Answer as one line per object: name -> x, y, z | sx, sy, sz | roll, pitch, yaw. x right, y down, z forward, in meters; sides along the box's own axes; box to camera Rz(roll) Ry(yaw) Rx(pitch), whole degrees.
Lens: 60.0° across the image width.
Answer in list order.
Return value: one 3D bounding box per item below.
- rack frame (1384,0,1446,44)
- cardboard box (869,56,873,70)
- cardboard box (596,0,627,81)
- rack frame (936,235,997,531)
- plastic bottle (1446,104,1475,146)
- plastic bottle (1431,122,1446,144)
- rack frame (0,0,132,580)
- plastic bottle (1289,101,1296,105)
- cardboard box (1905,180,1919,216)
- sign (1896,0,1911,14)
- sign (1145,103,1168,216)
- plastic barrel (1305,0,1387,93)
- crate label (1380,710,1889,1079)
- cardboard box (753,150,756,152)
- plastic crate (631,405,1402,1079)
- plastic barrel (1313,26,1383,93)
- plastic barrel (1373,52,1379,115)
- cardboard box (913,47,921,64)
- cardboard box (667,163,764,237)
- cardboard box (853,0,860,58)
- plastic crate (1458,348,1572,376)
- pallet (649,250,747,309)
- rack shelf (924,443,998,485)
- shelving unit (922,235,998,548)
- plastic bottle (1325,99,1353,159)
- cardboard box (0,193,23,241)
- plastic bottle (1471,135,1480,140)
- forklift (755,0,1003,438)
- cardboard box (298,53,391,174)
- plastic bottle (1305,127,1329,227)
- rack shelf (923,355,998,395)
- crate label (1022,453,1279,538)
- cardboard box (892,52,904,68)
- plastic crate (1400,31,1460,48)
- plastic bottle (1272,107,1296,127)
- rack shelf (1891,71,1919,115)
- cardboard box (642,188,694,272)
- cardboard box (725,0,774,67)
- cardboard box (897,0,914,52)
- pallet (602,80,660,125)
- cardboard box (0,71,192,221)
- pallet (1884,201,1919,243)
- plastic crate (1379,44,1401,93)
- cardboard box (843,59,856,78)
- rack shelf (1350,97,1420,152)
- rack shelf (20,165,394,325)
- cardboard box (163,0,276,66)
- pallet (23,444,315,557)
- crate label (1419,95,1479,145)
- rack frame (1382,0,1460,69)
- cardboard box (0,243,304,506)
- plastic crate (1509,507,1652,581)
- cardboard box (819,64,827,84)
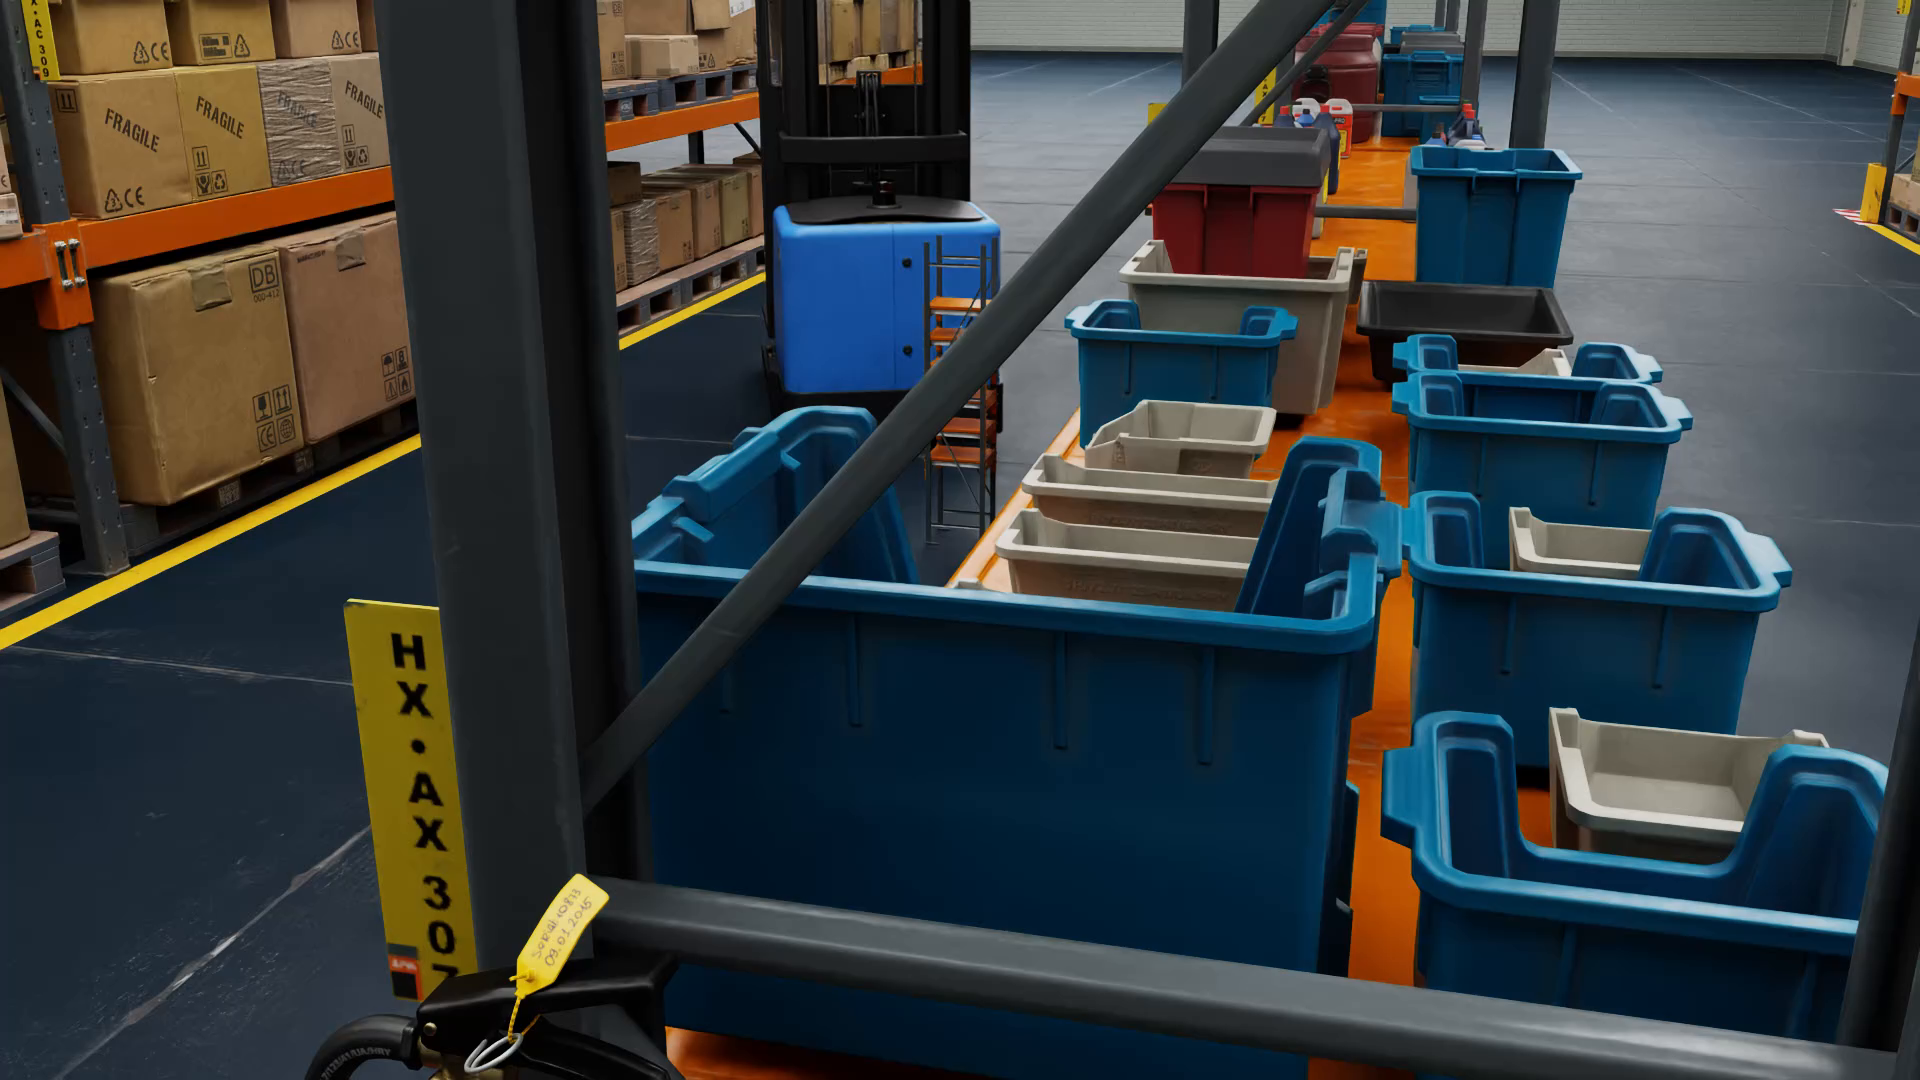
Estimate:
rack frame -> 4.062, -4.700, 15.806 | 1.000, 3.000, 0.127 | 5, 19, 13
cardboard box -> -1.003, -4.315, 15.069 | 0.380, 0.149, 0.250 | 5, 19, 13
cardboard box -> -2.563, -3.185, 10.566 | 0.700, 0.500, 0.500 | 8, 20, 21
rack frame -> 0.026, -0.601, 6.591 | 0.240, 1.200, 0.006 | 5, 19, 13
plastic bottle -> 2.064, -1.604, 6.818 | 0.144, 0.351, 0.185 | 5, 19, 13
plastic bottle -> 1.958, -1.572, 6.829 | 0.061, 0.283, 0.133 | 5, 19, 13
rack frame -> -3.672, -1.330, 5.940 | 1.000, 3.000, 0.127 | 5, 19, 13
plastic bottle -> 1.564, -1.927, 7.870 | 0.061, 0.283, 0.133 | 5, 19, 13
cardboard box -> 8.399, -2.897, 14.134 | 0.500, 0.250, 0.500 | 5, 19, 13
sign -> 8.328, -4.800, 14.639 | 0.100, 0.325, 0.005 | 5, 19, 13
sign -> 0.597, -1.113, 4.879 | 0.100, 0.325, 0.005 | 5, 19, 13
plastic barrel -> 2.697, -3.586, 11.770 | 0.600, 0.901, 0.708 | 5, 19, 13
crate label -> 0.533, 0.315, 1.292 | 0.416, 0.233, 0.303 | 5, 19, 13
cardboard box -> -1.449, -3.155, 14.502 | 0.500, 0.500, 0.500 | 12, 22, 31
plastic crate -> 0.054, 0.150, 1.459 | 0.616, 0.435, 0.499 | 5, 19, 13
plastic barrel -> 2.459, -2.998, 10.613 | 0.433, 0.535, 0.433 | 0, 19, 0
plastic barrel -> 2.152, -2.584, 9.440 | 0.421, 0.512, 0.421 | 0, 19, 0
cardboard box -> -0.610, -4.866, 16.683 | 0.380, 0.149, 0.250 | 5, 19, 13
cardboard box -> -1.889, -2.672, 13.055 | 0.700, 0.500, 0.500 | 3, 19, 9
cardboard box -> -1.367, -4.480, 14.548 | 0.875, 0.500, 0.500 | 5, 19, 13
plastic crate -> 0.996, -0.273, 3.160 | 0.293, 0.136, 0.466 | 5, 19, 13
pallet -> -2.203, -1.890, 11.894 | 1.003, 0.211, 1.213 | 5, 19, 13
rack shelf -> 0.004, -0.303, 6.599 | 0.258, 0.103, 0.180 | 5, 19, 13
shelving unit -> 0.004, -0.572, 6.507 | 0.258, 1.200, 0.189 | 5, 19, 13
plastic bottle -> 1.836, -2.011, 8.128 | 0.152, 0.276, 0.135 | 5, 19, 13
cardboard box -> -3.429, -1.089, 5.625 | 0.380, 0.149, 0.250 | 5, 19, 14
plastic bottle -> 1.975, -1.420, 6.404 | 0.097, 0.271, 0.097 | 0, 19, 0
forklift -> -0.527, -2.276, 8.817 | 1.130, 2.935, 3.031 | -3, 19, -8
cardboard box -> -2.952, -1.978, 7.684 | 0.500, 0.500, 0.500 | 5, 19, 14
plastic bottle -> 1.223, -1.276, 5.858 | 0.144, 0.351, 0.185 | 5, 19, 13
rack shelf -> 0.004, -0.644, 6.482 | 0.258, 0.103, 0.180 | 5, 19, 13
crate label -> 0.306, -0.037, 2.471 | 0.396, 0.136, 0.243 | 5, 19, 13
cardboard box -> -0.759, -4.628, 15.986 | 0.380, 0.149, 0.250 | 5, 19, 13
plastic crate -> 3.263, -3.300, 11.610 | 0.402, 0.464, 0.583 | 5, 19, 13
plastic bottle -> 1.307, -1.574, 6.732 | 0.144, 0.351, 0.185 | 5, 19, 13
rack shelf -> 8.376, -3.340, 12.938 | 1.077, 0.370, 4.000 | 5, 19, 13
cardboard box -> -2.296, -2.173, 11.596 | 0.700, 0.500, 0.500 | 6, 20, 18
cardboard box -> -2.048, -4.082, 12.419 | 1.000, 1.000, 1.000 | 5, 19, 14
cardboard box -> -0.907, -4.942, 15.902 | 0.875, 0.500, 0.500 | 5, 19, 13
pallet -> -2.624, -2.724, 10.320 | 1.213, 0.211, 1.003 | 5, 19, 13
cardboard box -> -3.318, -1.501, 6.288 | 0.500, 0.500, 0.500 | 5, 19, 14
pallet -> 8.718, -2.745, 14.397 | 1.003, 0.211, 1.213 | 5, 19, 13
plastic crate -> 3.336, -3.571, 12.597 | 0.767, 0.338, 0.504 | 5, 19, 13
cardboard box -> -1.113, -4.074, 14.363 | 0.380, 0.149, 0.250 | 5, 19, 13
rack shelf -> 2.596, -2.479, 10.417 | 1.077, 0.370, 4.000 | 5, 19, 13
rack shelf -> -3.184, -1.616, 7.891 | 1.077, 0.370, 4.000 | 5, 19, 13
cardboard box -> -3.345, -2.267, 6.976 | 0.797, 0.503, 0.637 | 5, 19, 14
pallet -> -3.557, -0.258, 7.116 | 1.003, 0.211, 1.213 | 5, 19, 13
crate label -> 2.574, -2.215, 8.792 | 0.303, 0.233, 0.416 | 5, 19, 13
rack frame -> 3.085, -3.446, 12.136 | 1.000, 3.000, 0.127 | 5, 19, 13
cardboard box -> -3.535, -0.725, 6.807 | 1.225, 0.875, 0.875 | 5, 19, 14
plastic crate -> 0.857, 0.054, 2.205 | 0.250, 0.136, 0.298 | 5, 19, 13
cardboard box -> -1.300, -3.839, 13.675 | 0.380, 0.149, 0.250 | 5, 19, 13
